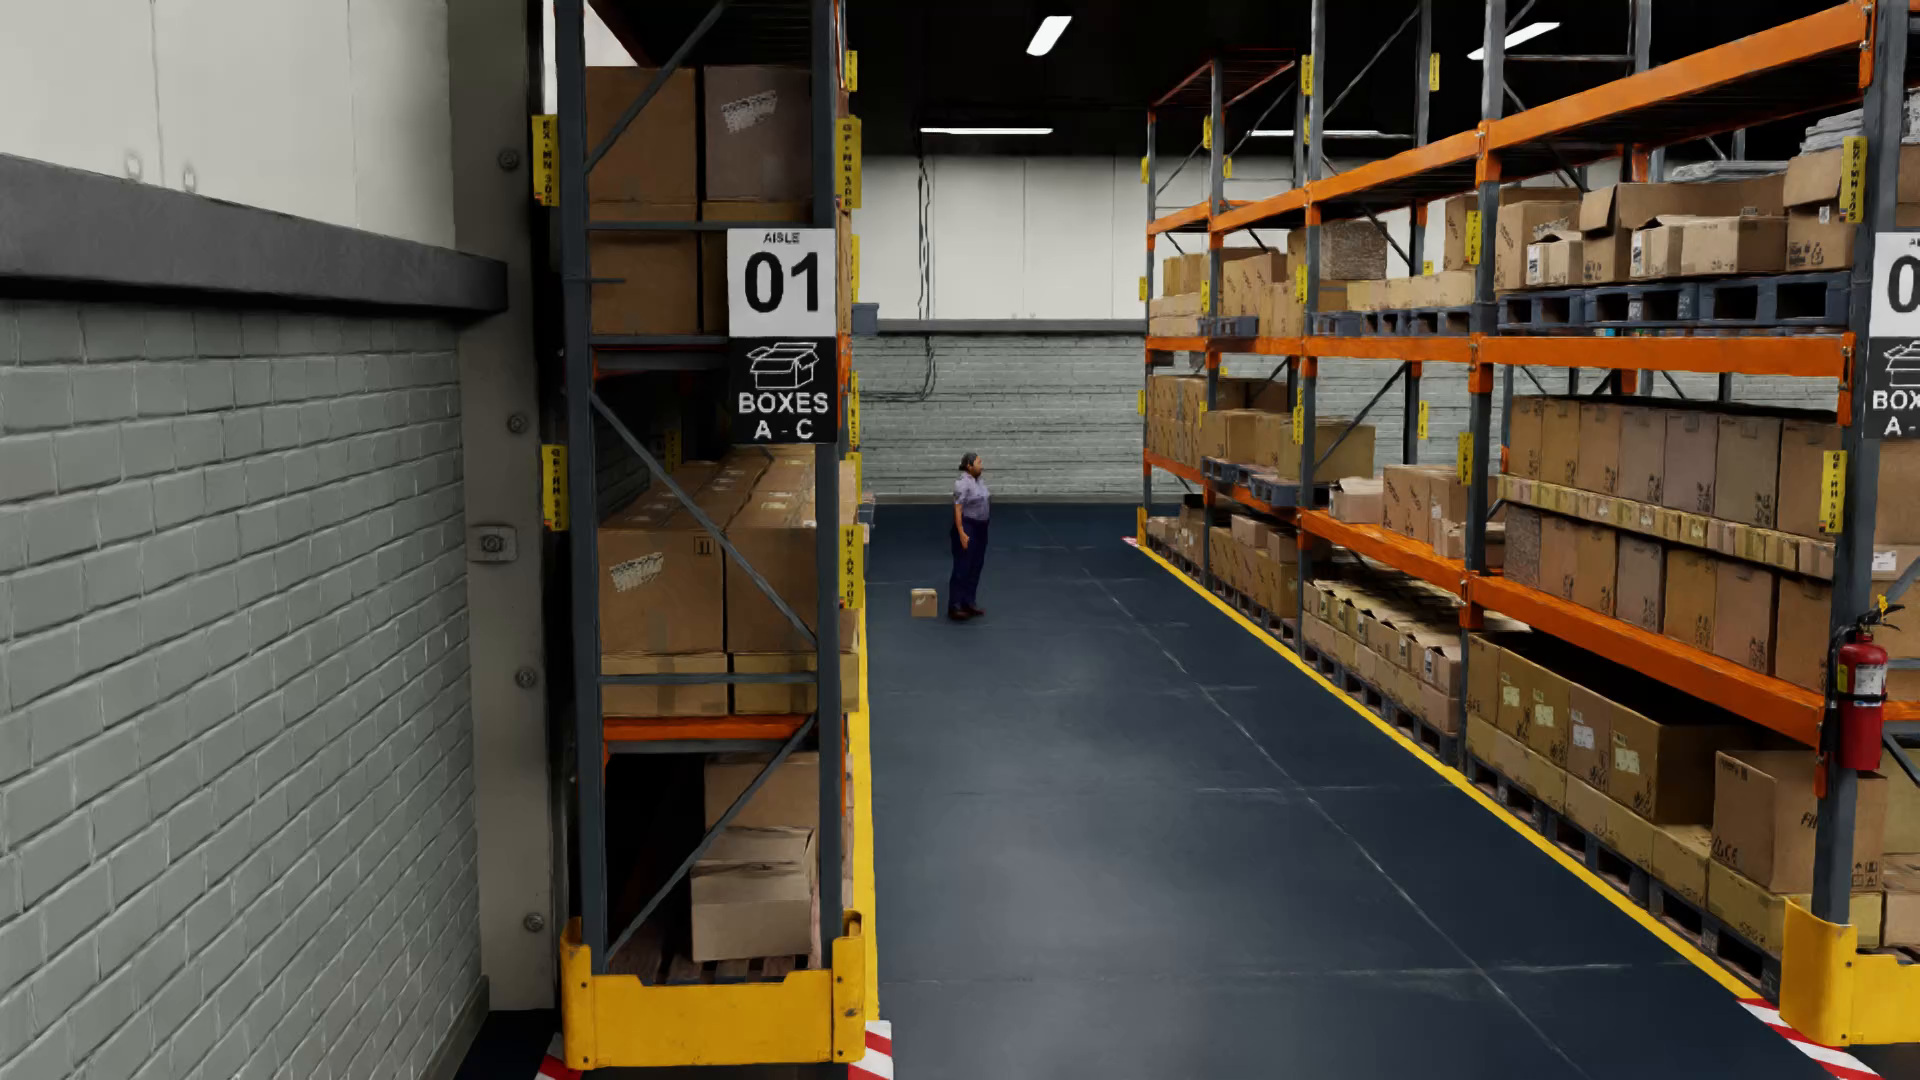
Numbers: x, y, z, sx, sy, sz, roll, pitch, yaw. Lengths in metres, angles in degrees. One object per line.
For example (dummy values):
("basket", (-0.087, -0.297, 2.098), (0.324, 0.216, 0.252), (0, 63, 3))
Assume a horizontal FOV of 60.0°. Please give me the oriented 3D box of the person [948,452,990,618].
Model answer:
("person", (0.097, -0.061, 16.747), (0.351, 1.653, 0.588), (4, 8, 32))
